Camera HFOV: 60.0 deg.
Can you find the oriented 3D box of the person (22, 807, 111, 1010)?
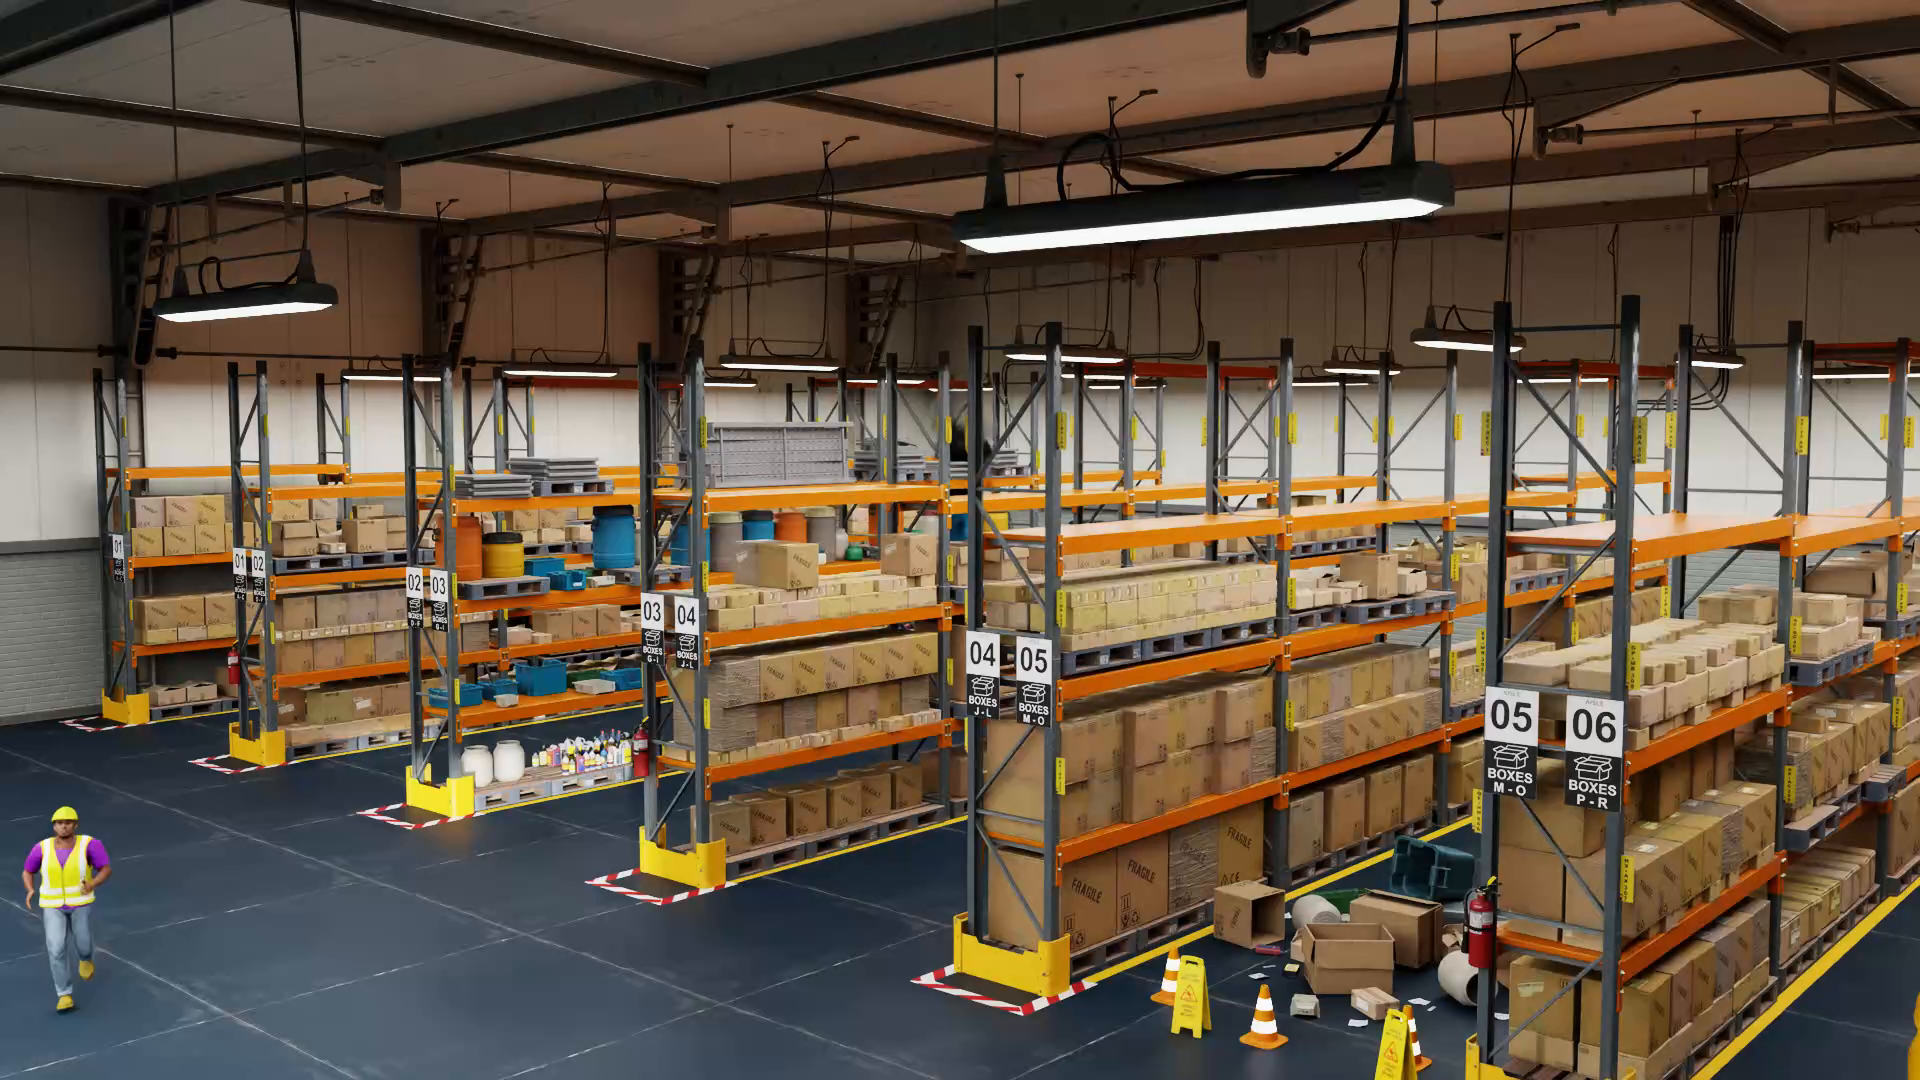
[{"bbox_3d":[-7.907,3.219,14.724,0.712,1.733,0.795,-2,5,-22],"label":"person"}]
